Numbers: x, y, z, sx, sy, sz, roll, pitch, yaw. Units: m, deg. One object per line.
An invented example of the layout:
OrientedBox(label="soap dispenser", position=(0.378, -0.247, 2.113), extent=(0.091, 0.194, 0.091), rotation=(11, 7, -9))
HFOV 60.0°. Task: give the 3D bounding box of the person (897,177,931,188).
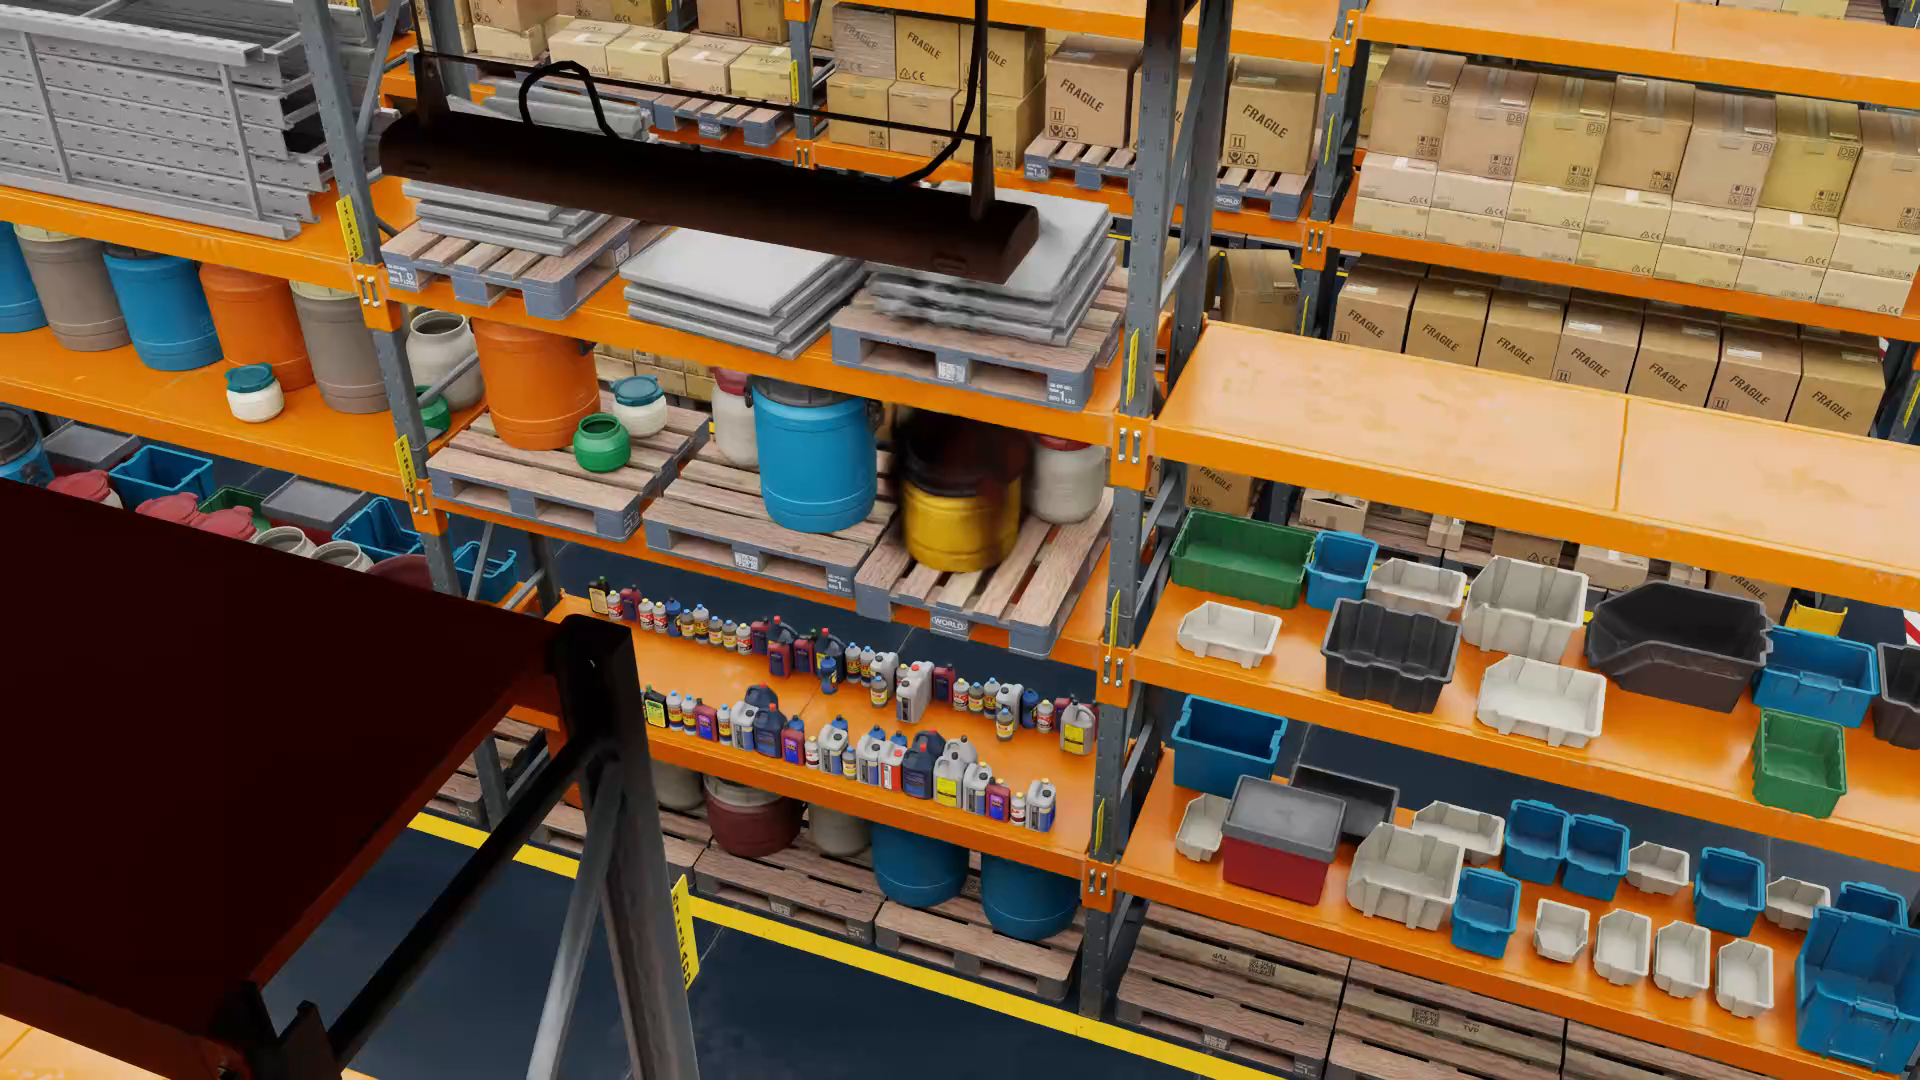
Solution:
OrientedBox(label="person", position=(-0.241, -2.753, 15.648), extent=(0.948, 1.751, 0.695), rotation=(2, 37, 3))
